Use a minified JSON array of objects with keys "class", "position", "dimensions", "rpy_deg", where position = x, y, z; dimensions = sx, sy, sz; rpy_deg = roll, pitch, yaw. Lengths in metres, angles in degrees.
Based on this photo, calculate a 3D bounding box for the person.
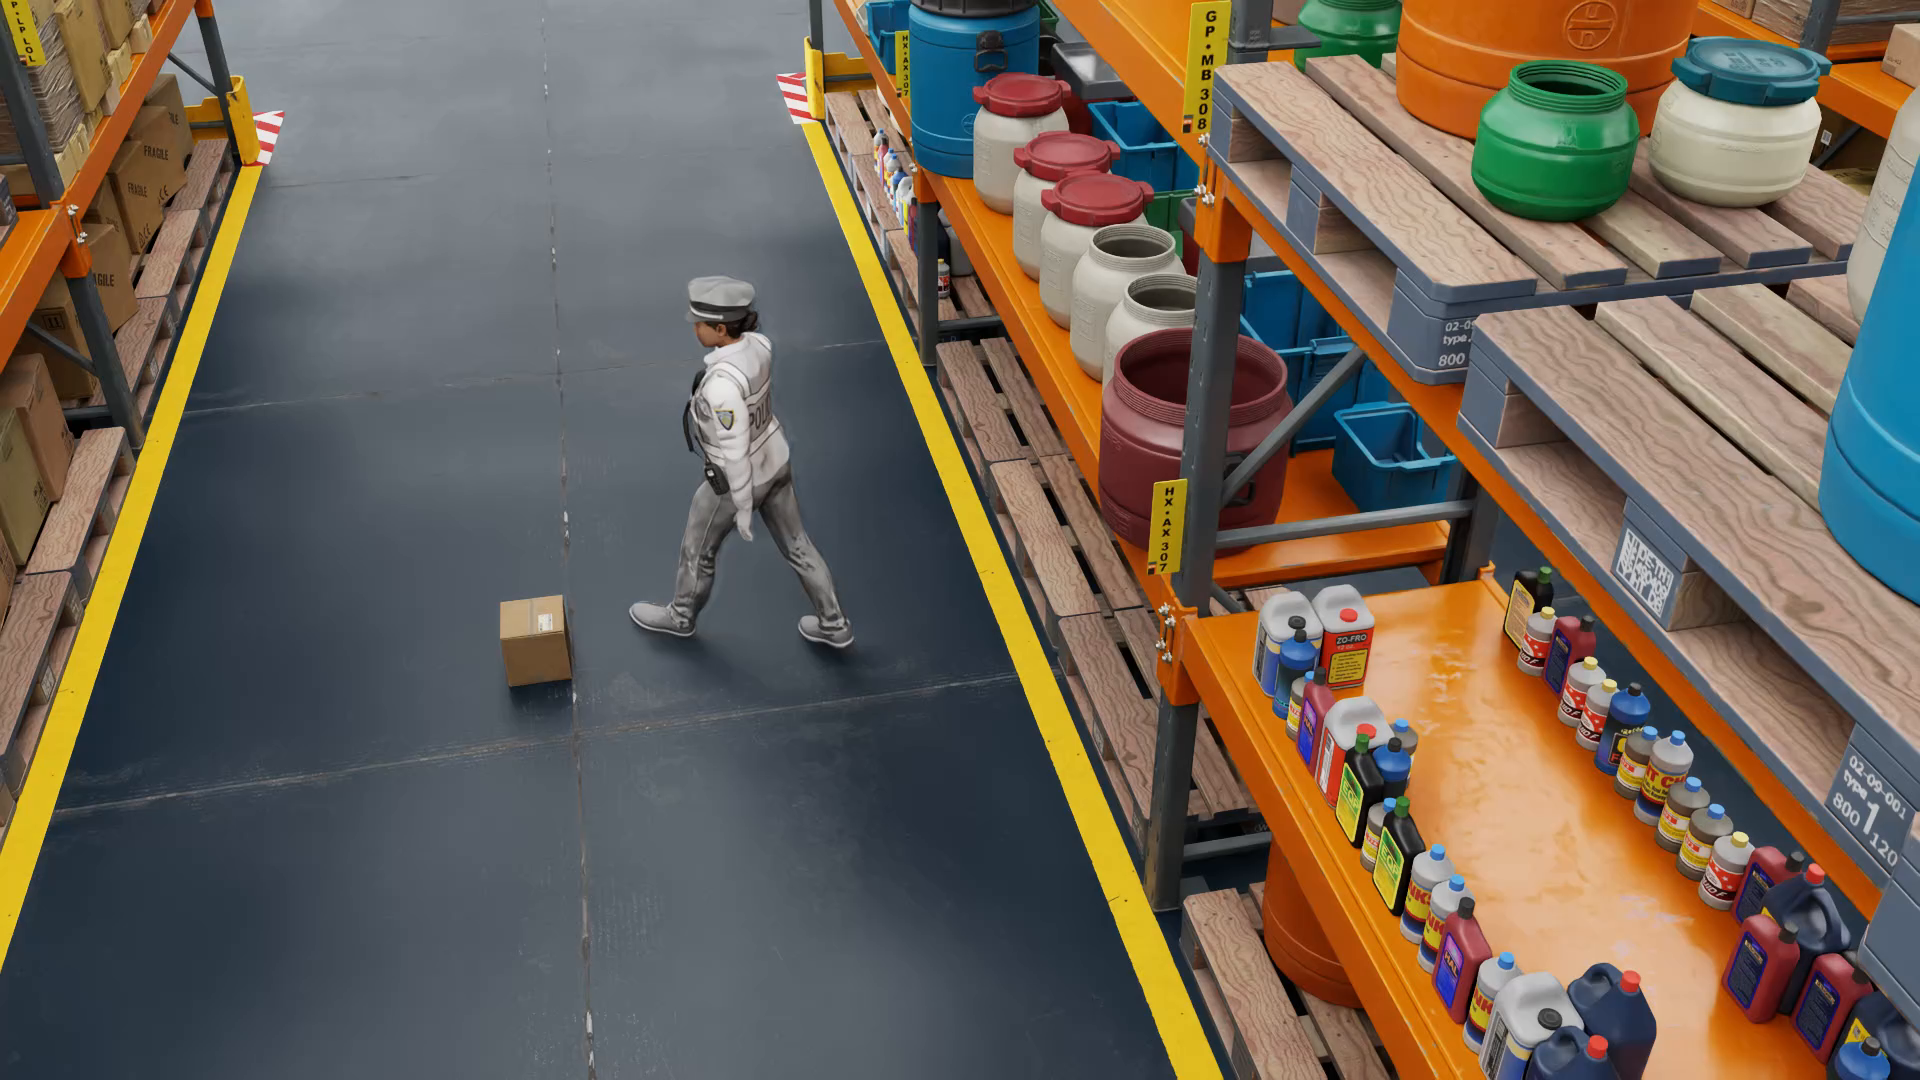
[{"class":"person","position":[-1.121,-0.238,6.460],"dimensions":[0.614,1.645,0.492],"rpy_deg":[7,35,11]}]
